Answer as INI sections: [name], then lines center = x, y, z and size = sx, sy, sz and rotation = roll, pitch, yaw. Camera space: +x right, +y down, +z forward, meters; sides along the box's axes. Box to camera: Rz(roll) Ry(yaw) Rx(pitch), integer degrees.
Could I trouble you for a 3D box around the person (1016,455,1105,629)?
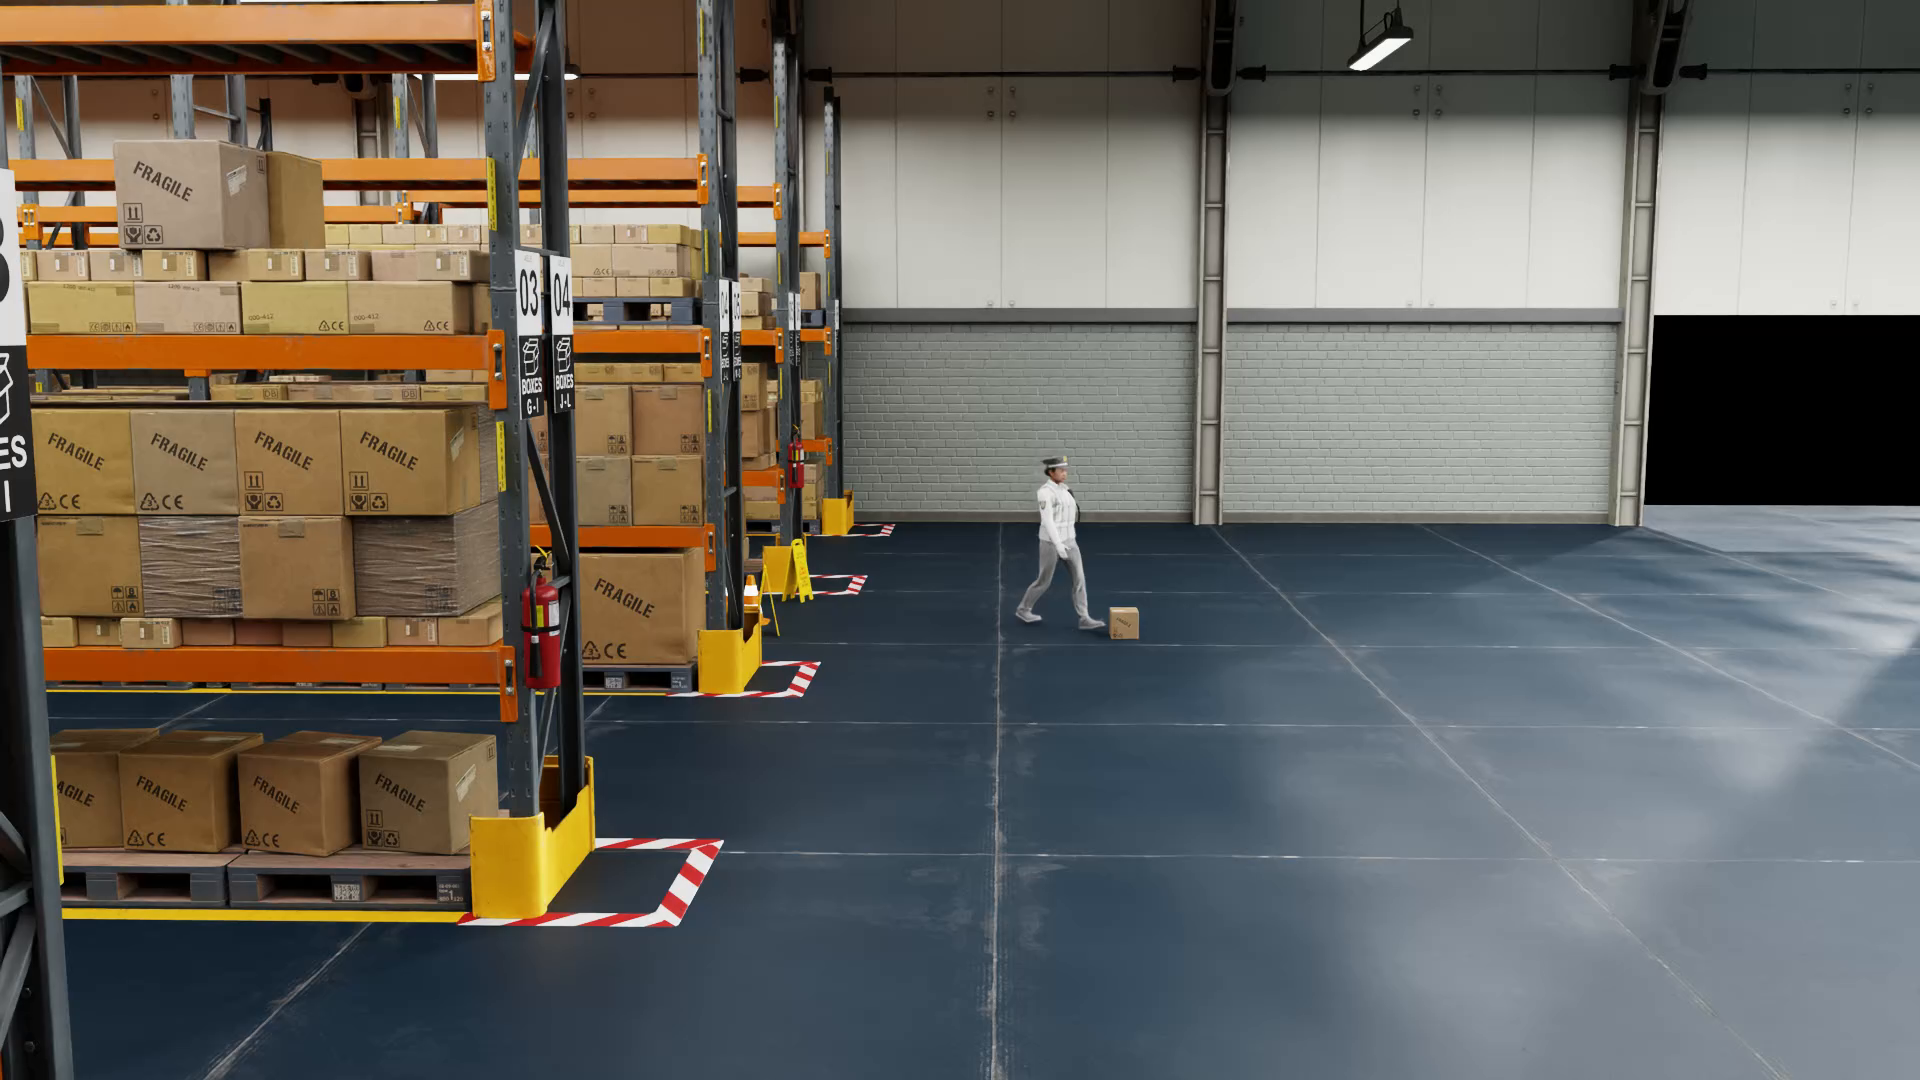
[person]
center = 0.923, 0.020, 15.583
size = 0.893, 1.640, 0.511
rotation = 7, 10, 42
